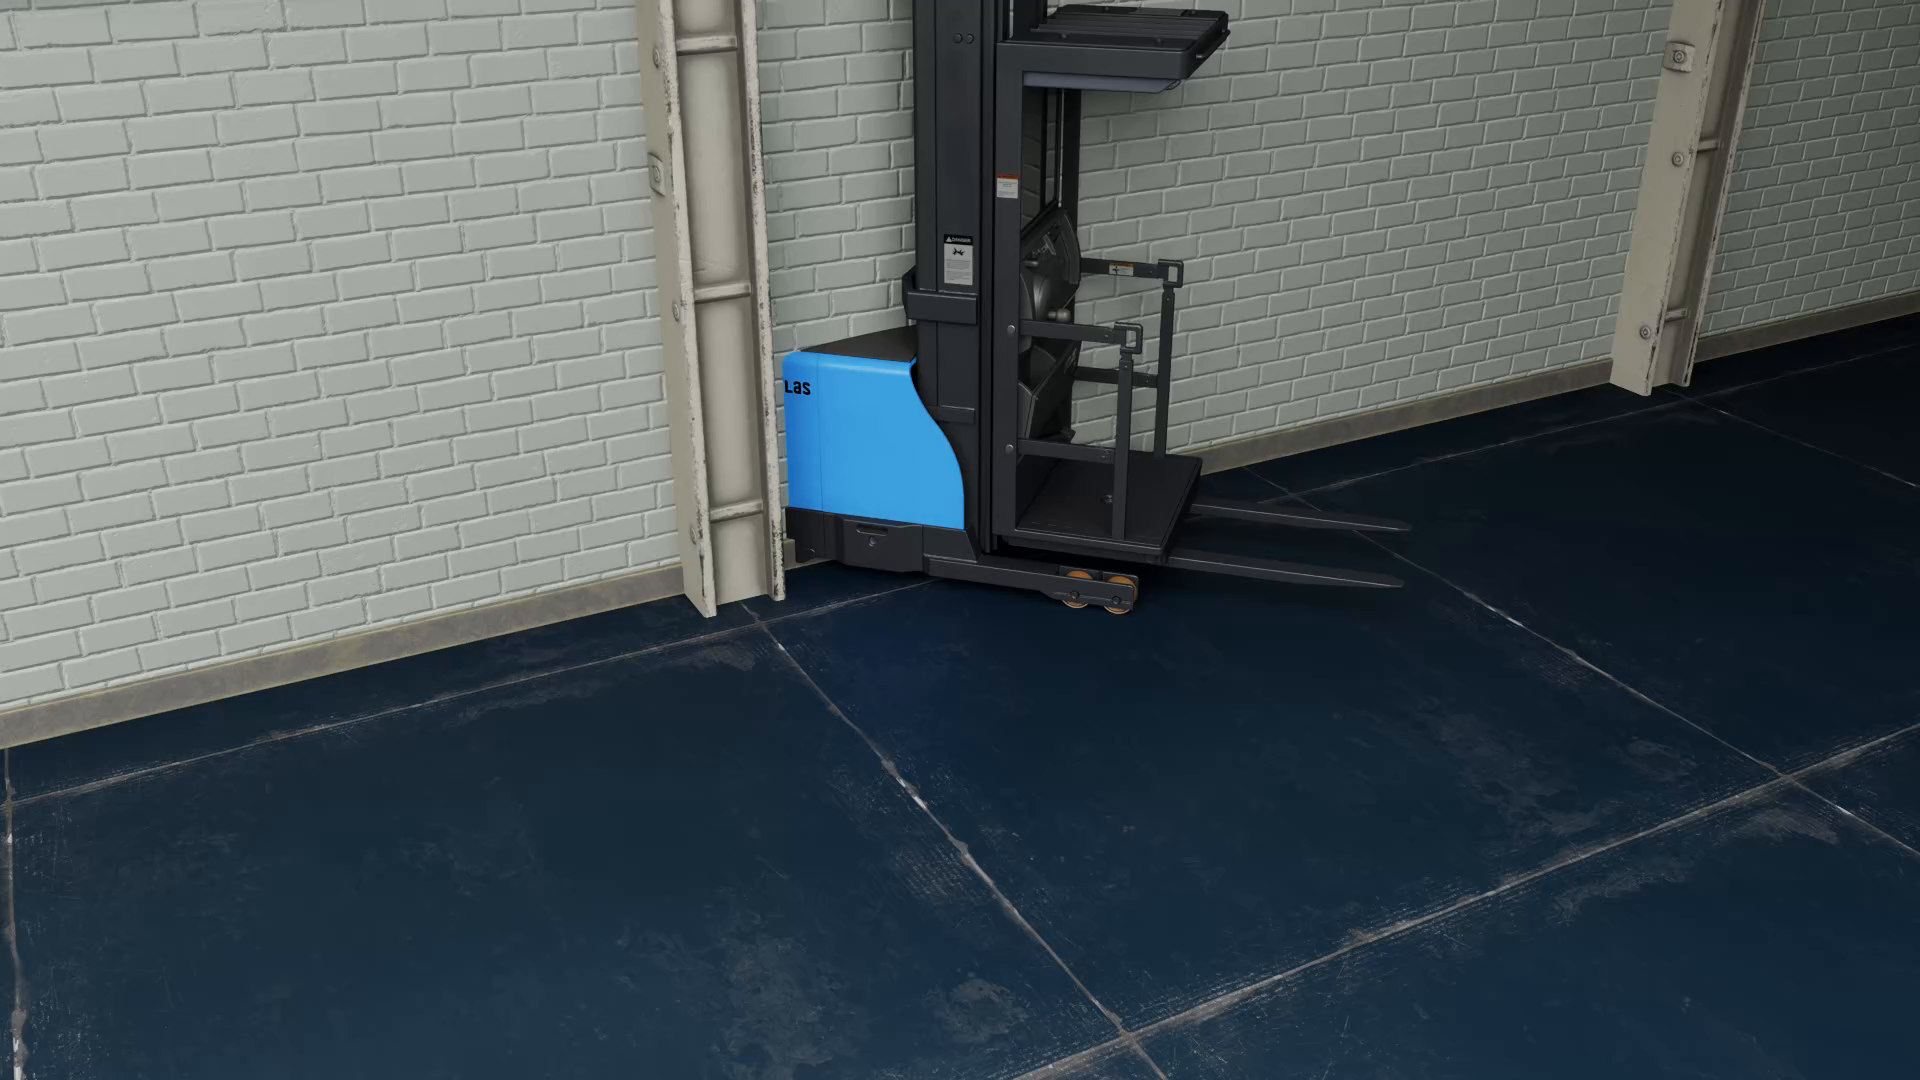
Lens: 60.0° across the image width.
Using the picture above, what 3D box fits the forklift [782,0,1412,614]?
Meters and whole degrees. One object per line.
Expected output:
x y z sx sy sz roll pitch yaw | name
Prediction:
0.598 -1.243 7.453 3.031 2.935 1.130 7 27 15 | forklift

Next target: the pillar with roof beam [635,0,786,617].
0.977 -2.160 2.352 0.400 9.000 9.100 -13 29 -25 | pillar with roof beam

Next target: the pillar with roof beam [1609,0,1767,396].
6.271 -3.382 4.897 0.400 9.000 9.100 -13 29 -25 | pillar with roof beam
